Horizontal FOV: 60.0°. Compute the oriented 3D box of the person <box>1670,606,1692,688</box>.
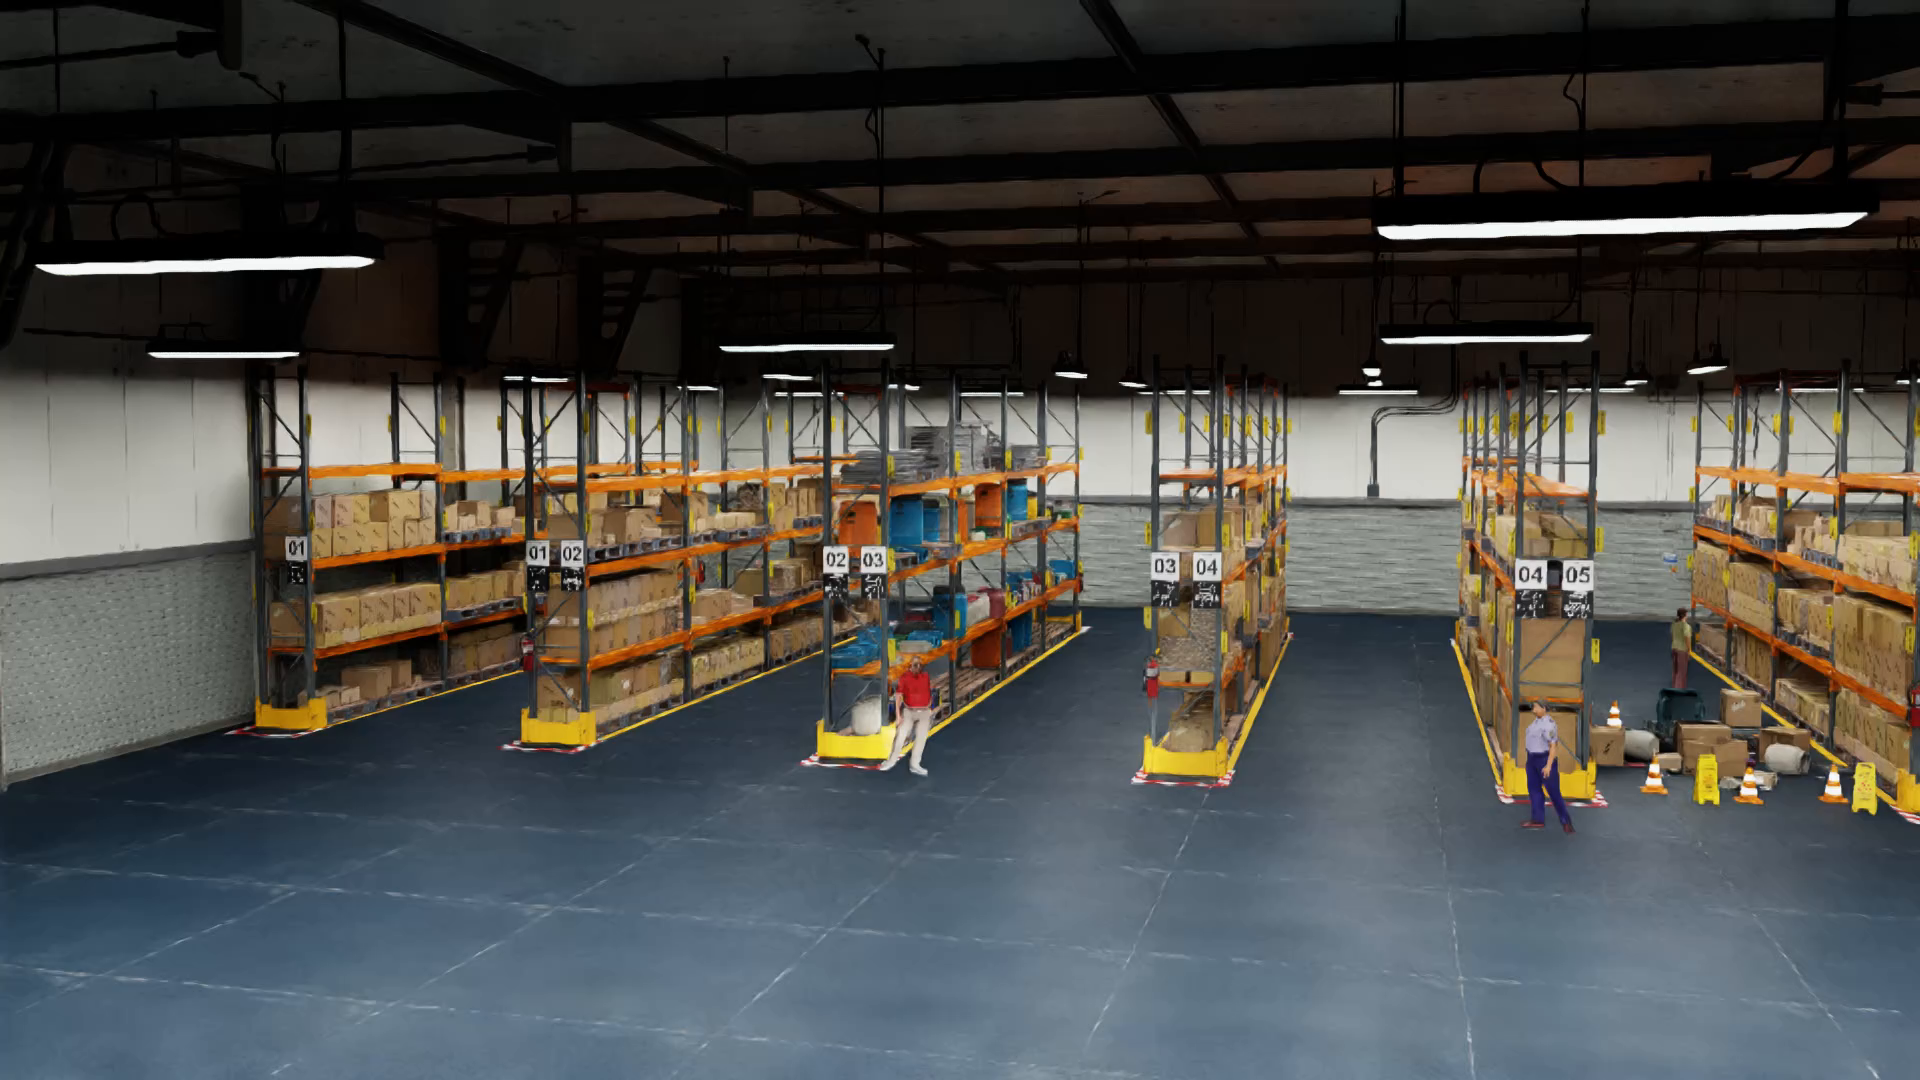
[{"bbox_3d":[13.264,2.049,30.504,0.441,1.675,0.498,-1,4,-15],"label":"person"}]

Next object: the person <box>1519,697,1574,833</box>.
[{"bbox_3d":[7.299,2.779,20.582,0.475,1.633,0.686,-1,4,-13],"label":"person"}]

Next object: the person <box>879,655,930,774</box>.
[{"bbox_3d":[-0.771,2.500,23.858,0.736,1.719,0.545,-2,4,-26],"label":"person"}]

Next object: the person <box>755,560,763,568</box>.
[{"bbox_3d":[-4.913,1.423,40.724,0.588,1.509,1.193,1,4,12],"label":"person"}]
